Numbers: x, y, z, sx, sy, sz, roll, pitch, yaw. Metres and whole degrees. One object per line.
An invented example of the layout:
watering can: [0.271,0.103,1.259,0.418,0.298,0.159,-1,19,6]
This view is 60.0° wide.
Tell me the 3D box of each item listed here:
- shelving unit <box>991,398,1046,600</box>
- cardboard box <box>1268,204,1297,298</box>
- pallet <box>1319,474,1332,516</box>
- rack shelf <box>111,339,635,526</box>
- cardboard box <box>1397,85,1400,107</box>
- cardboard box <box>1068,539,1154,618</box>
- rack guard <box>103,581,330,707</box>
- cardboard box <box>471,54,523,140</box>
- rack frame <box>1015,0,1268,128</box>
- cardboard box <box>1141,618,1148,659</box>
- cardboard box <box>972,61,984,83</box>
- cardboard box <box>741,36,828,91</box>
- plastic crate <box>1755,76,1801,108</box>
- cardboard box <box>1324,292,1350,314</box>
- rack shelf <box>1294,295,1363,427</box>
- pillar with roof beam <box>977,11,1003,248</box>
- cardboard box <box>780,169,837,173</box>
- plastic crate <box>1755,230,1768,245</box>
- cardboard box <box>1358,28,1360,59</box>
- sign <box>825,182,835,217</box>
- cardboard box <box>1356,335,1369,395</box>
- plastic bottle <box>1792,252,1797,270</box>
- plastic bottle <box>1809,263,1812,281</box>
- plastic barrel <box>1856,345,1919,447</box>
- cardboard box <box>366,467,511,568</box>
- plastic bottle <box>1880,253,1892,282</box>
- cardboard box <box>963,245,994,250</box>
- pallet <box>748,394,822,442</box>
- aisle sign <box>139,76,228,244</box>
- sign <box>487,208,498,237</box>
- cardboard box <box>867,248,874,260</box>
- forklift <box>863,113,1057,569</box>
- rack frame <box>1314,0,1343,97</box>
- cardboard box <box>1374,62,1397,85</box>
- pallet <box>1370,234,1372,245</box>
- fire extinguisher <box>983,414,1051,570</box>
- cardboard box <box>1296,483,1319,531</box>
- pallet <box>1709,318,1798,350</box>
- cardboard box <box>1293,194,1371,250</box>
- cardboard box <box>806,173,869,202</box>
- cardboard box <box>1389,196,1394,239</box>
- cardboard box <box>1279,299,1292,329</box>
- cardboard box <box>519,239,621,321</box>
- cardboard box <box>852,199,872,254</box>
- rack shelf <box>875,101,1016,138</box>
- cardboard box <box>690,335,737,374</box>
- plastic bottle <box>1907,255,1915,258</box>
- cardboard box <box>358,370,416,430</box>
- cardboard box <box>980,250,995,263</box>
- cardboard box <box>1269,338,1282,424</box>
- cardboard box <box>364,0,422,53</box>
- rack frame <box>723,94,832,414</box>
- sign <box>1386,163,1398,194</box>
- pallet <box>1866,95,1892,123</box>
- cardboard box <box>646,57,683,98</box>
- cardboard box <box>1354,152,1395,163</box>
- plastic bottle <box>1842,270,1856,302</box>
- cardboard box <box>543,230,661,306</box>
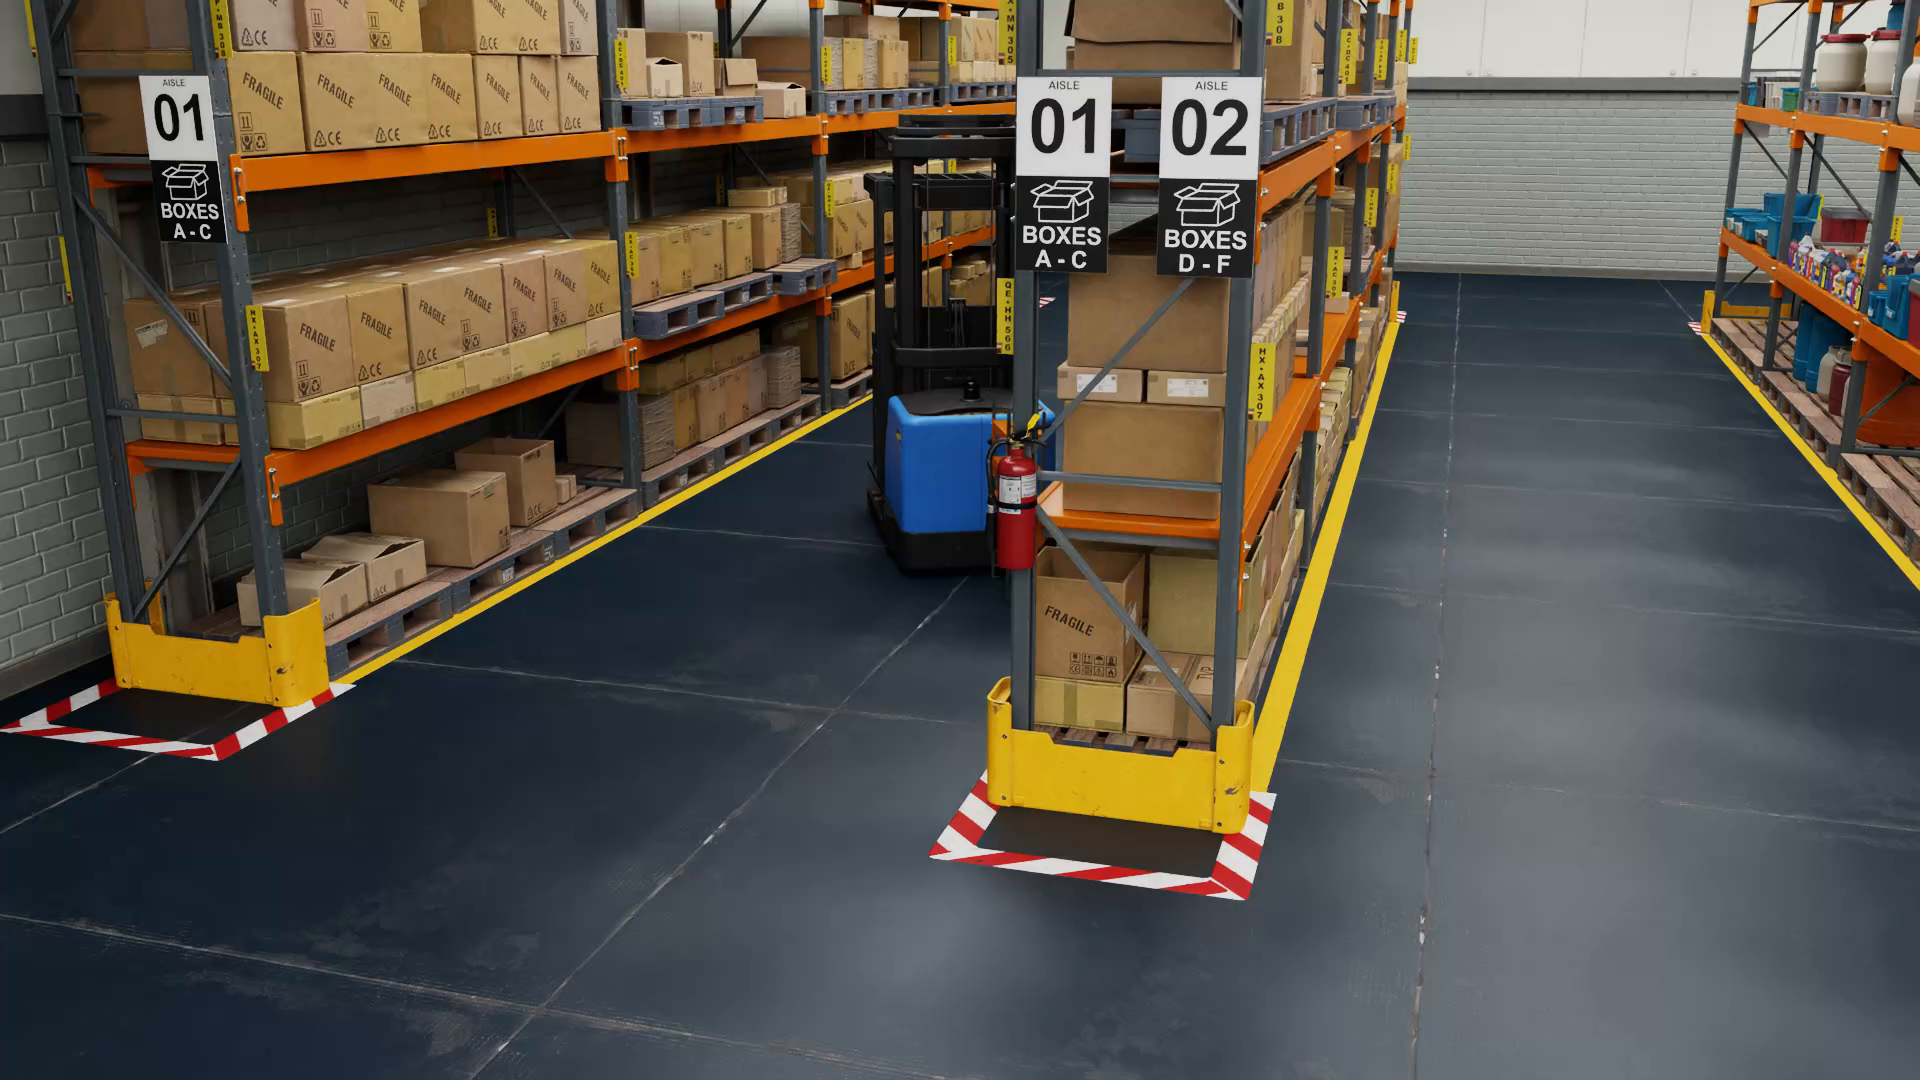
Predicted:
shelving unit: [0.367,-0.270,10.581,0.258,1.200,0.503,-3,16,-9]
cardboard box: [1.599,-1.717,9.825,0.700,0.500,0.500,5,16,16]
pallet: [2.378,-0.468,13.093,1.003,0.211,1.213,5,16,16]
rack shelf: [-3.458,-0.807,10.497,1.077,0.370,4.000,5,16,16]
cardboard box: [4.799,-5.127,19.185,0.500,0.250,0.500,5,16,16]
cardboard box: [0.862,0.087,8.922,0.500,0.500,0.500,5,16,16]
rack guard: [-4.005,0.552,8.966,1.175,0.500,0.348,5,16,16]
cardboard box: [-3.073,-2.747,10.300,0.500,0.500,0.500,4,16,14]
rack frame: [0.724,-3.133,6.385,1.000,3.000,0.127,5,16,16]
cardboard box: [0.724,0.579,8.561,0.500,0.250,0.500,5,16,16]
cardboard box: [-0.008,-5.683,20.195,0.500,0.250,0.500,4,16,15]
cardboard box: [-1.673,-4.555,15.905,0.700,0.500,0.500,3,16,12]
plastic crate: [9.322,-5.083,18.869,0.504,0.338,0.767,5,16,16]
cardboard box: [3.007,-1.963,13.712,0.380,0.149,0.250,5,16,16]
rack shelf: [2.429,-1.471,12.836,1.077,0.370,4.000,5,16,16]
pillar with roof beam: [4.586,-8.142,24.044,9.100,9.000,0.400,5,16,16]
cardboard box: [-1.573,-3.693,17.212,0.500,0.250,0.500,4,16,14]
plastic crate: [9.089,-3.382,18.631,0.293,0.136,0.466,5,16,16]
cardboard box: [3.544,-4.653,16.103,0.600,0.600,0.600,4,16,14]
sign: [-1.230,-3.203,15.647,0.100,0.325,0.005,5,16,16]
cardboard box: [3.692,-1.714,16.151,0.500,0.500,0.500,4,16,15]
plastic bottle: [8.316,-2.777,16.486,0.097,0.201,0.097,0,16,0]
plastic bottle: [8.063,-2.544,15.665,0.097,0.201,0.097,0,16,0]
plastic barrel: [7.869,-1.242,13.920,0.600,0.830,0.708,5,16,16]
cardboard box: [-3.325,-0.151,10.638,0.700,0.500,0.500,4,16,12]
plastic bottle: [8.670,-2.554,15.571,0.097,0.271,0.097,0,16,0]
cardboard box: [0.261,-3.985,23.005,0.380,0.149,0.250,5,17,16]
pallet: [-1.976,-1.177,15.594,1.003,0.211,1.213,5,16,16]
aisle sign: [-3.759,-1.839,8.051,0.394,0.787,0.004,5,16,16]
sign: [-3.423,-2.276,12.234,0.100,0.325,0.005,5,16,16]
cardboard box: [-1.098,-3.019,17.400,0.380,0.149,0.250,5,17,17]
forklift: [-0.099,-1.578,12.020,1.130,2.935,3.031,-3,16,-9]
rack frame: [1.861,-4.180,10.074,1.000,3.000,0.127,5,16,16]
cardboard box: [4.511,-5.106,18.196,0.500,0.250,0.500,5,16,16]
pallet: [3.803,-3.094,17.591,1.003,0.211,1.213,5,16,16]
fire extinguisher: [0.245,-0.215,7.232,0.296,0.674,0.183,5,16,16]
cardboard box: [2.213,-0.259,11.515,0.500,0.250,0.500,4,16,15]
pallet: [9.748,-2.494,20.234,1.003,0.211,1.213,5,16,16]
cardboard box: [3.692,-3.170,16.555,0.700,0.500,0.500,1,16,2]
cardboard box: [-1.225,-3.524,16.618,0.500,0.250,0.500,4,16,15]
cardboard box: [4.827,-3.812,19.588,0.500,0.500,0.500,5,16,16]
cardboard box: [1.698,-1.300,9.543,0.380,0.149,0.250,5,16,16]
cardboard box: [-2.727,-1.827,11.639,0.500,0.500,0.500,5,16,16]
cardboard box: [-1.212,-3.168,16.735,0.500,0.500,0.500,5,17,18]
rack shelf: [-0.048,-5.390,21.157,1.077,0.370,4.000,5,16,16]
cardboard box: [-2.271,-1.621,14.449,0.500,0.250,0.500,5,16,16]
plastic bottle: [8.729,-2.490,15.339,0.152,0.276,0.135,5,16,16]
cardboard box: [-3.449,-0.808,9.418,0.500,0.250,0.500,4,16,14]
cardboard box: [0.484,-3.822,22.431,0.380,0.149,0.250,5,17,17]
cardboard box: [1.451,-0.956,9.518,0.700,0.500,0.500,5,17,17]
cardboard box: [-3.358,-2.956,9.206,0.500,0.500,0.500,5,17,17]
rack frame: [-1.753,-2.723,15.934,1.000,3.000,0.127,5,16,16]
sign: [4.668,-3.902,17.966,0.100,0.325,0.005,5,16,16]
pallet: [8.057,-3.500,13.520,1.003,0.211,1.213,5,16,16]
cardboard box: [-2.482,-3.577,12.840,0.500,0.311,0.500,5,17,18]
cardboard box: [4.684,-4.152,18.956,0.500,0.500,0.500,4,16,14]
plastic bottle: [7.623,-2.172,14.226,0.097,0.271,0.097,0,16,0]
cardboard box: [-2.712,-2.067,12.630,0.700,0.500,0.500,5,16,16]
